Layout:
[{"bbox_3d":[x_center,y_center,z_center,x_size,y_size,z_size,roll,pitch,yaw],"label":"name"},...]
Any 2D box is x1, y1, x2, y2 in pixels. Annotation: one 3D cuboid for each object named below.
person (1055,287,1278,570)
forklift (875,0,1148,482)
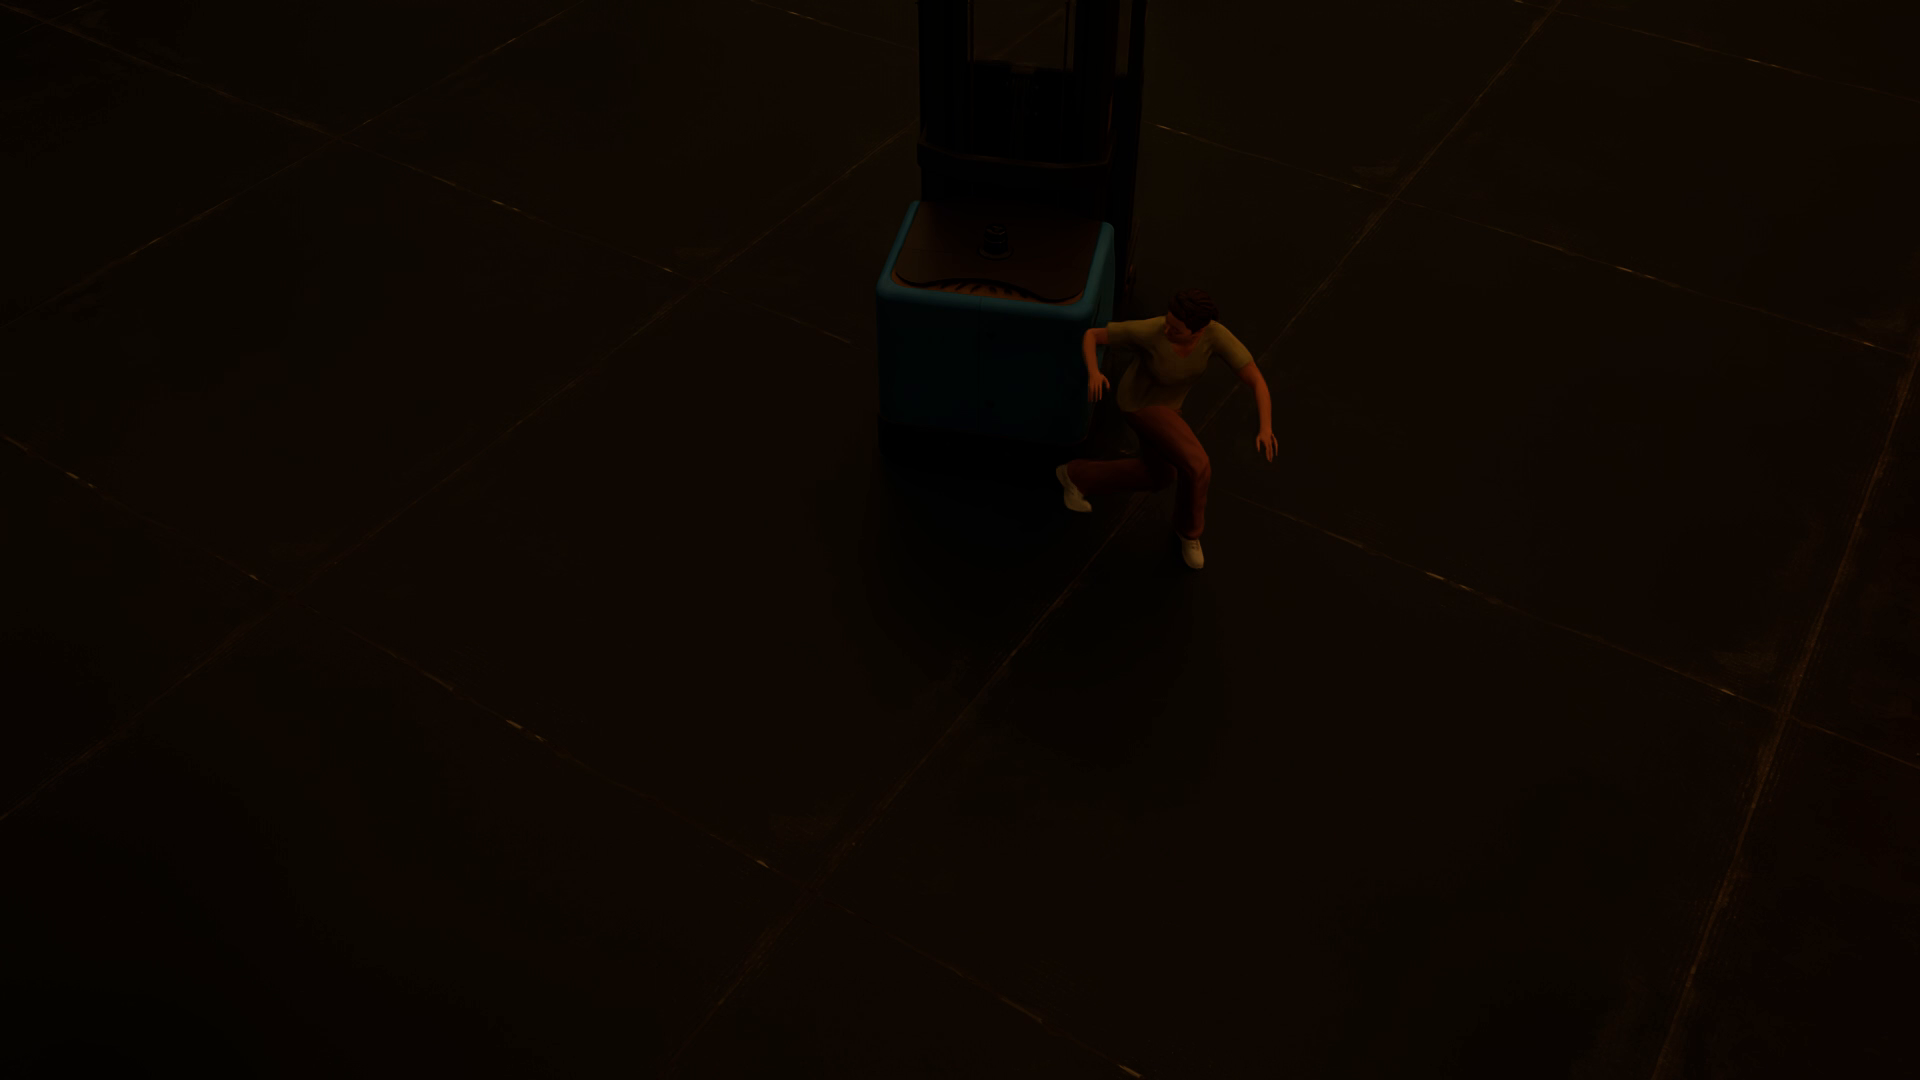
[{"bbox_3d":[0.894,-0.472,7.446,0.763,1.434,1.068,-26,49,-25],"label":"person"},{"bbox_3d":[0.392,-2.373,8.351,1.130,2.935,3.031,8,44,8],"label":"forklift"}]
